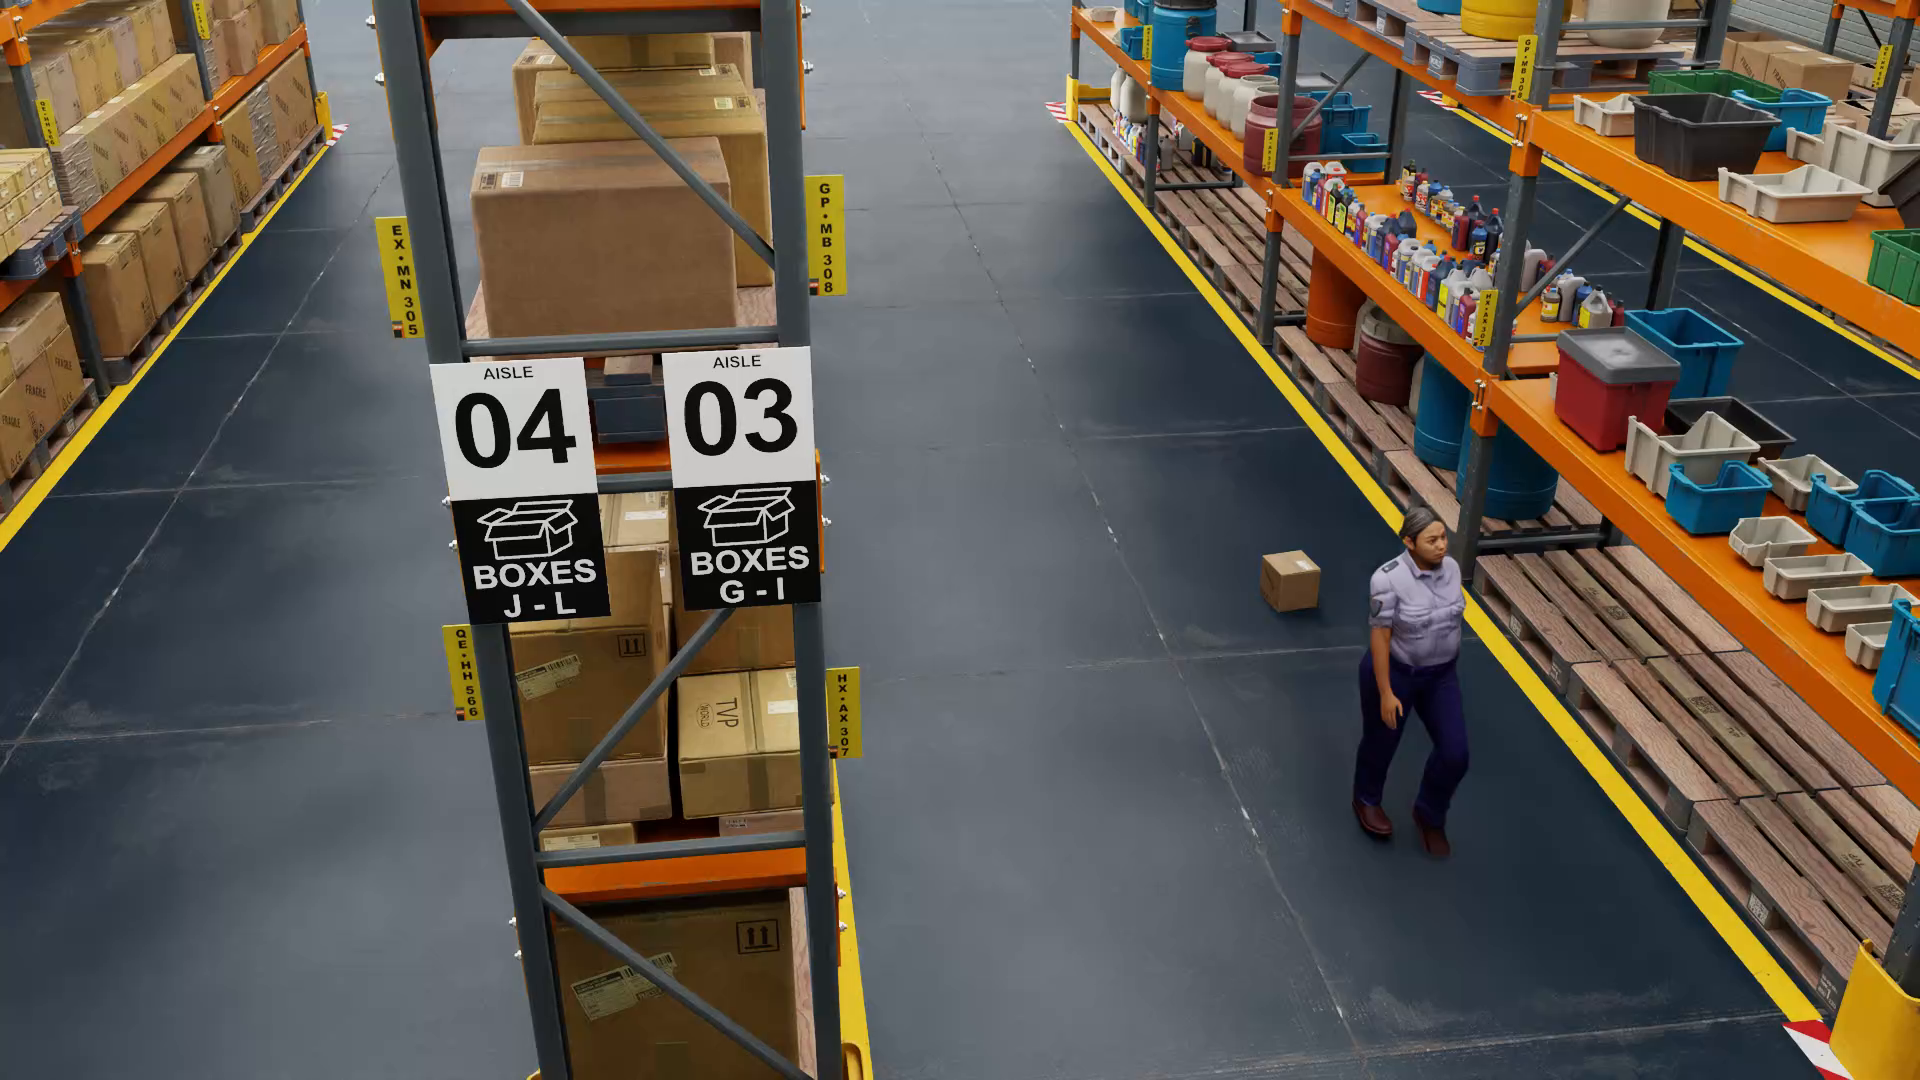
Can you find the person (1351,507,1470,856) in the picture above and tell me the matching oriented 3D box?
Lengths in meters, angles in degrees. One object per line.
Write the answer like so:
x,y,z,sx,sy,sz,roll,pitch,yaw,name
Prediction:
2.012,0.659,7.399,0.479,1.712,0.493,-8,28,-15,person
